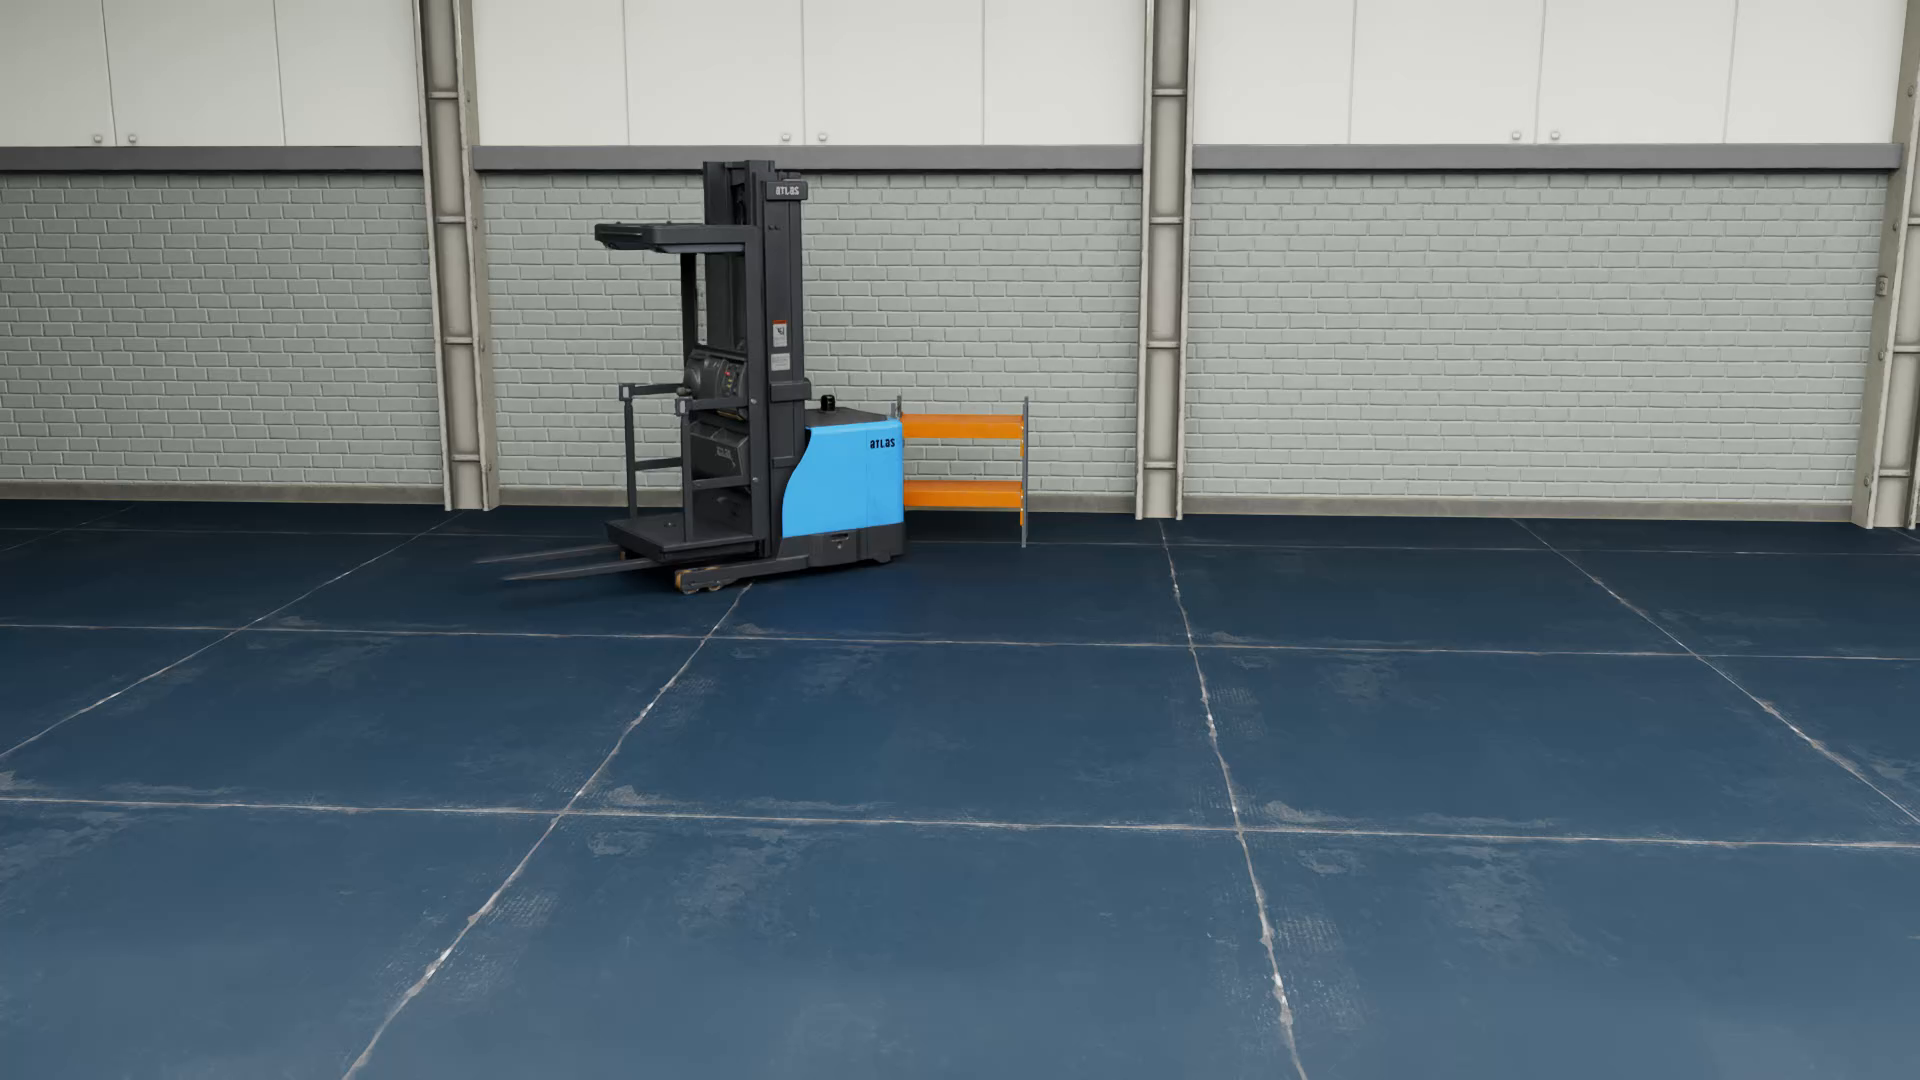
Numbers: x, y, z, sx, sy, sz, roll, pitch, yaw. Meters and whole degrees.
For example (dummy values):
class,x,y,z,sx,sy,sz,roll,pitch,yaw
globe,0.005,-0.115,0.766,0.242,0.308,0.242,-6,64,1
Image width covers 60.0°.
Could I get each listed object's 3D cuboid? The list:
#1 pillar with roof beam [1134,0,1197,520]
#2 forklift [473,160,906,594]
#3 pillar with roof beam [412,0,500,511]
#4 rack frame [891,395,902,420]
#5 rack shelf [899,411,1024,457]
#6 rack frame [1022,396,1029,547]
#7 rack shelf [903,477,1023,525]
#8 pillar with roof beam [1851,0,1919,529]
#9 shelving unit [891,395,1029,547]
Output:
class,x,y,z,sx,sy,sz,roll,pitch,yaw
pillar with roof beam,1.410,-3.731,9.125,0.400,9.000,9.100,1,12,4
forklift,-1.918,-1.184,11.769,3.031,2.935,1.130,-8,14,-33
pillar with roof beam,-4.577,-3.813,9.517,0.400,9.000,9.100,1,12,4
rack frame,-0.500,-0.557,13.186,0.032,1.125,0.500,1,12,4
rack shelf,0.007,-0.837,13.093,1.000,0.278,0.538,1,12,4
rack frame,0.514,-0.544,13.119,0.032,1.125,0.500,1,12,4
rack shelf,0.007,-0.311,13.203,1.000,0.278,0.538,1,12,4
pillar with roof beam,7.397,-3.649,8.732,0.400,9.000,9.100,1,12,4
shelving unit,0.007,-0.550,13.152,1.048,1.125,0.538,1,12,4
